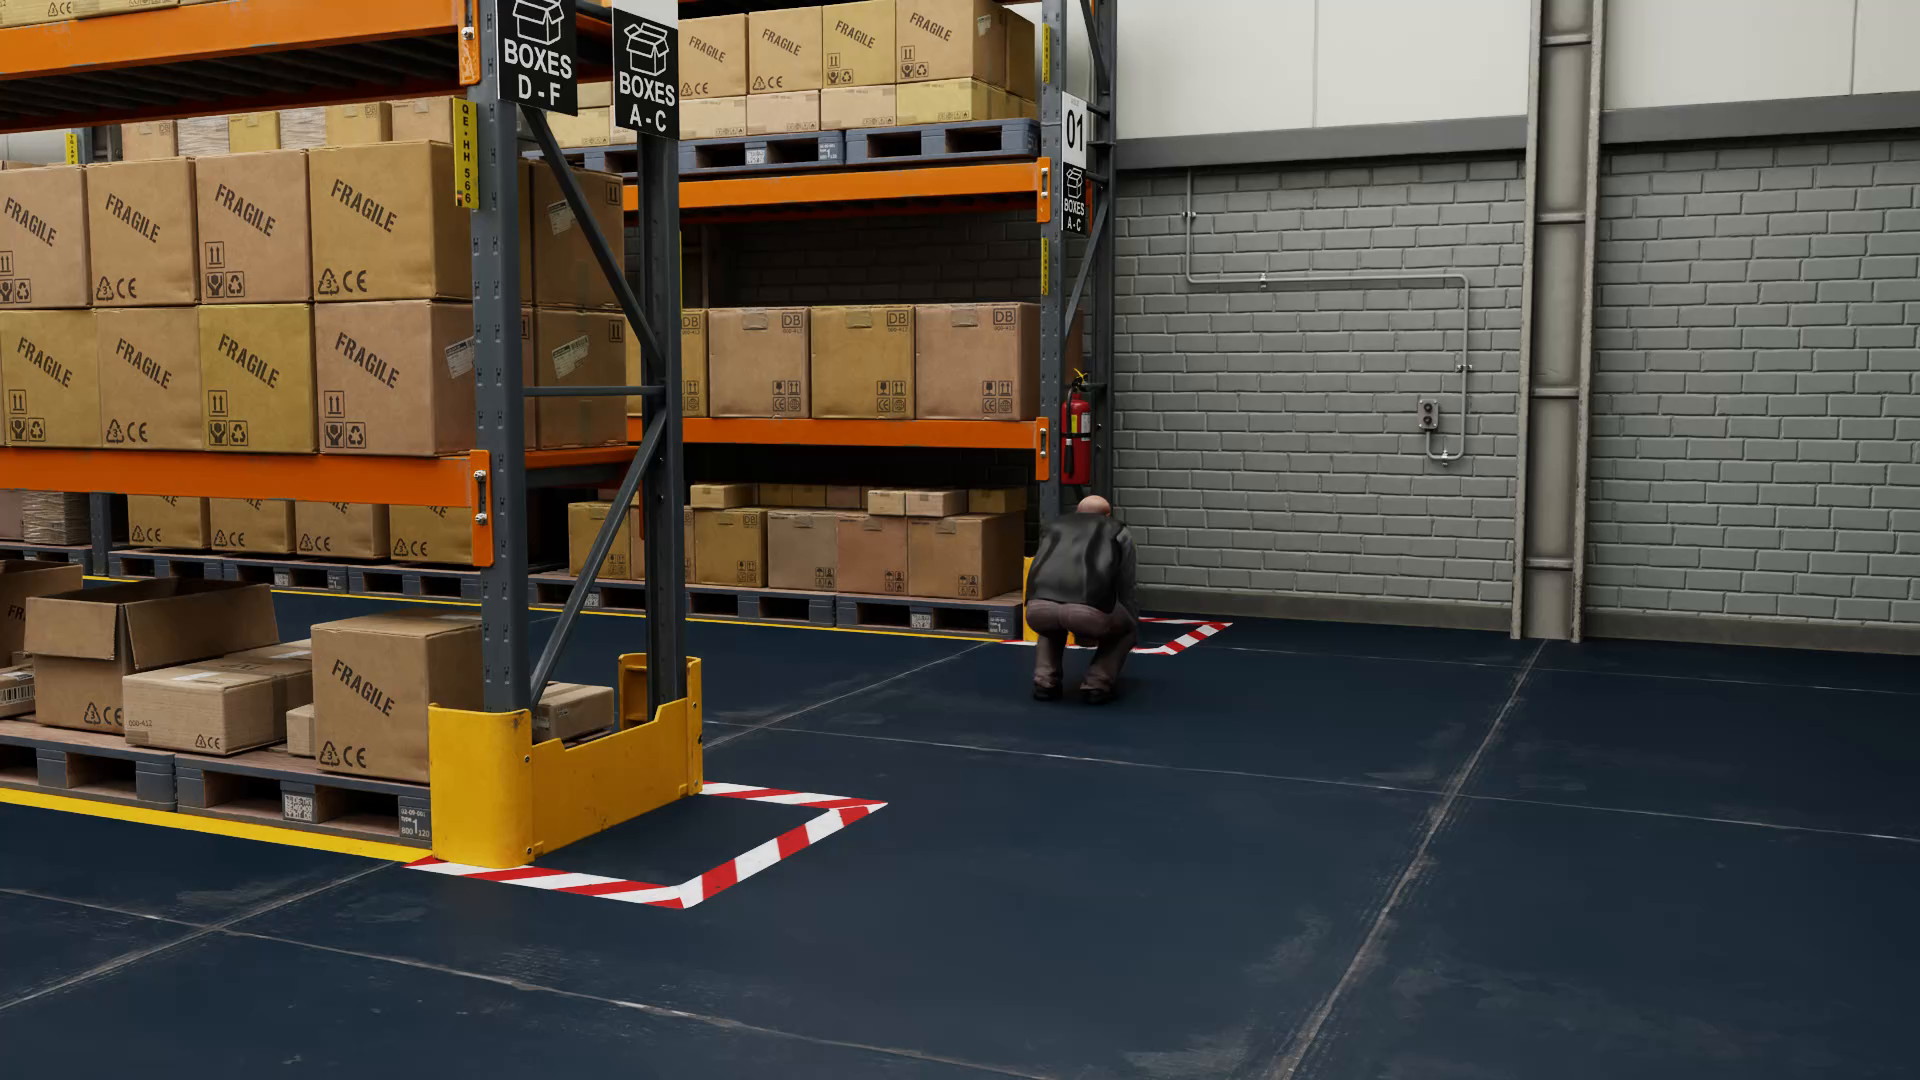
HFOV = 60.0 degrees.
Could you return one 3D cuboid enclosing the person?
[{"bbox_3d":[0.609,0.283,8.208,0.516,0.969,0.865,2,6,22],"label":"person"}]
